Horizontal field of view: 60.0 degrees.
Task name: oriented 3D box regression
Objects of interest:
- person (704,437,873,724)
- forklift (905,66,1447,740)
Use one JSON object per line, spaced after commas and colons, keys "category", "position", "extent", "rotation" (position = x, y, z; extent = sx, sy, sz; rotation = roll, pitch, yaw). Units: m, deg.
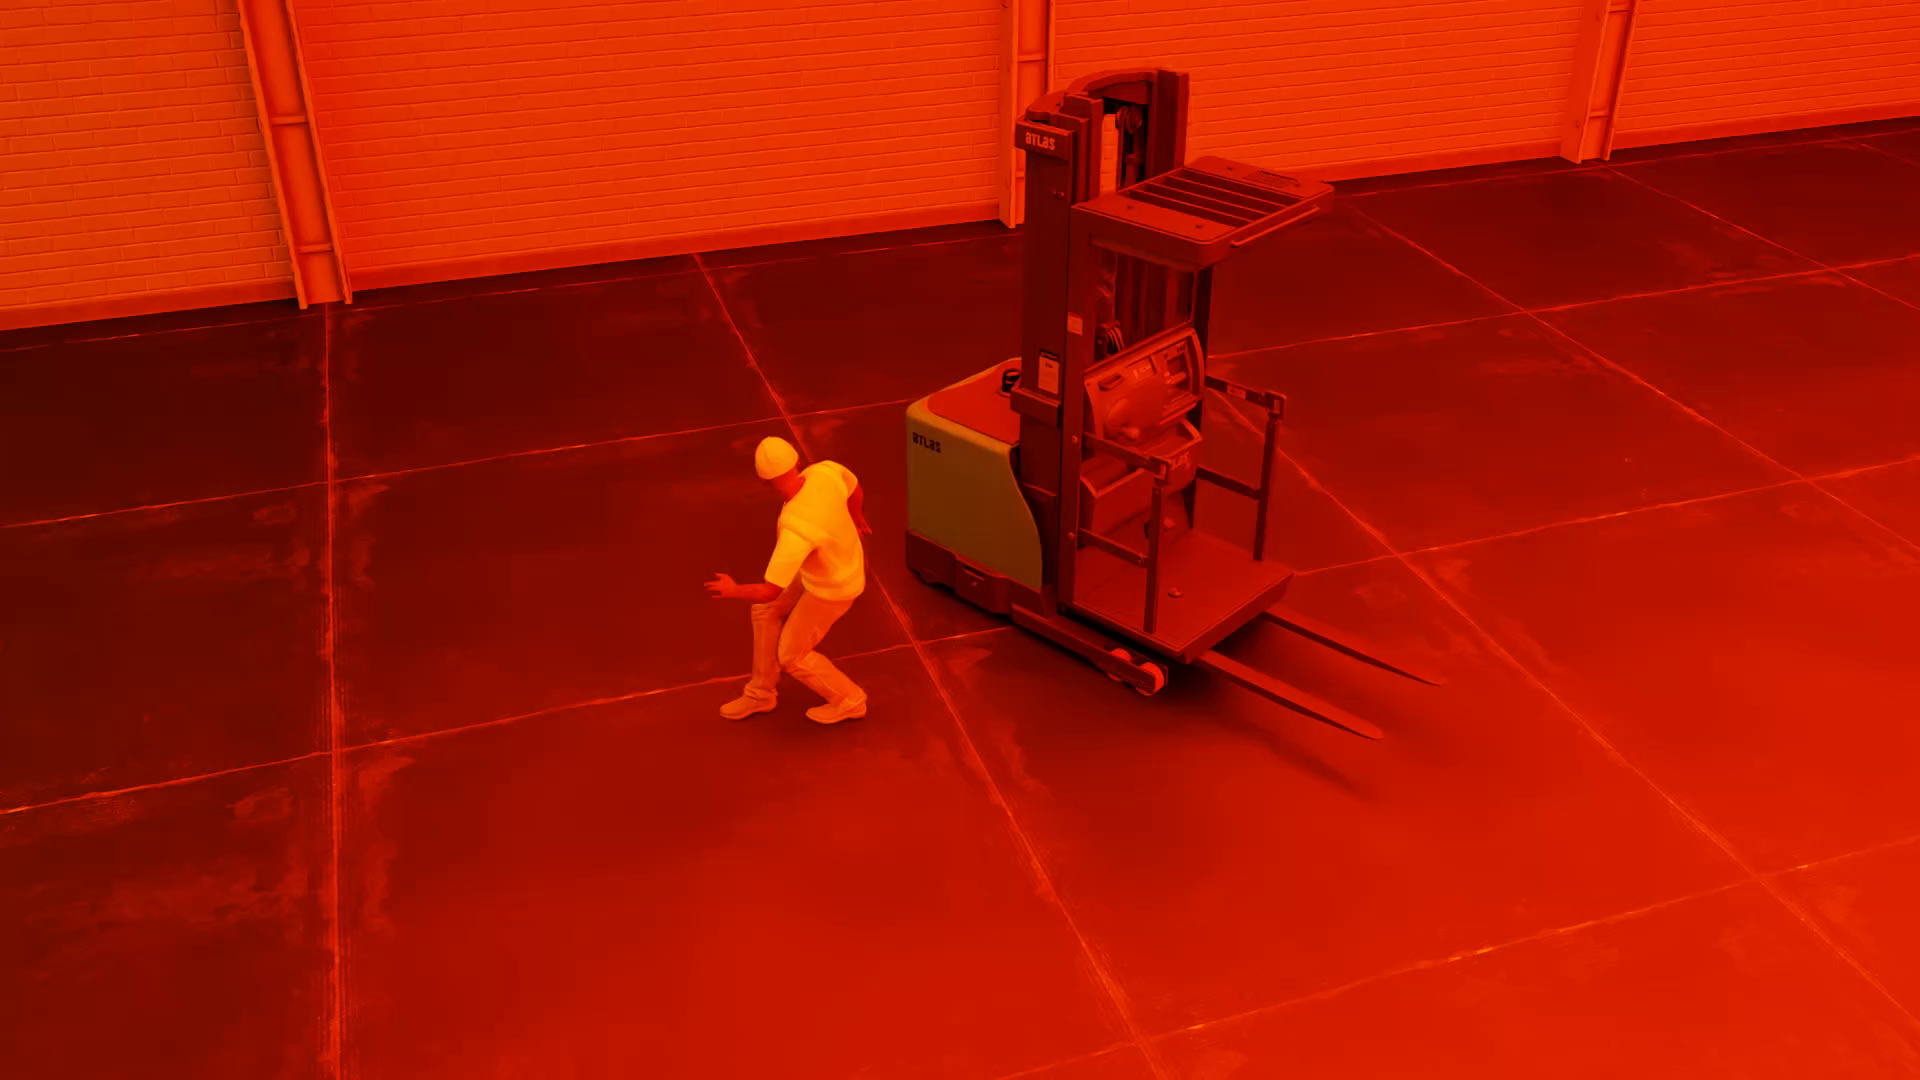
{"category": "person", "position": [-0.838, 0.155, 8.192], "extent": [0.822, 1.584, 0.806], "rotation": [-2, 30, -3]}
{"category": "forklift", "position": [1.108, -0.760, 8.408], "extent": [3.031, 2.935, 1.130], "rotation": [25, 38, 36]}
